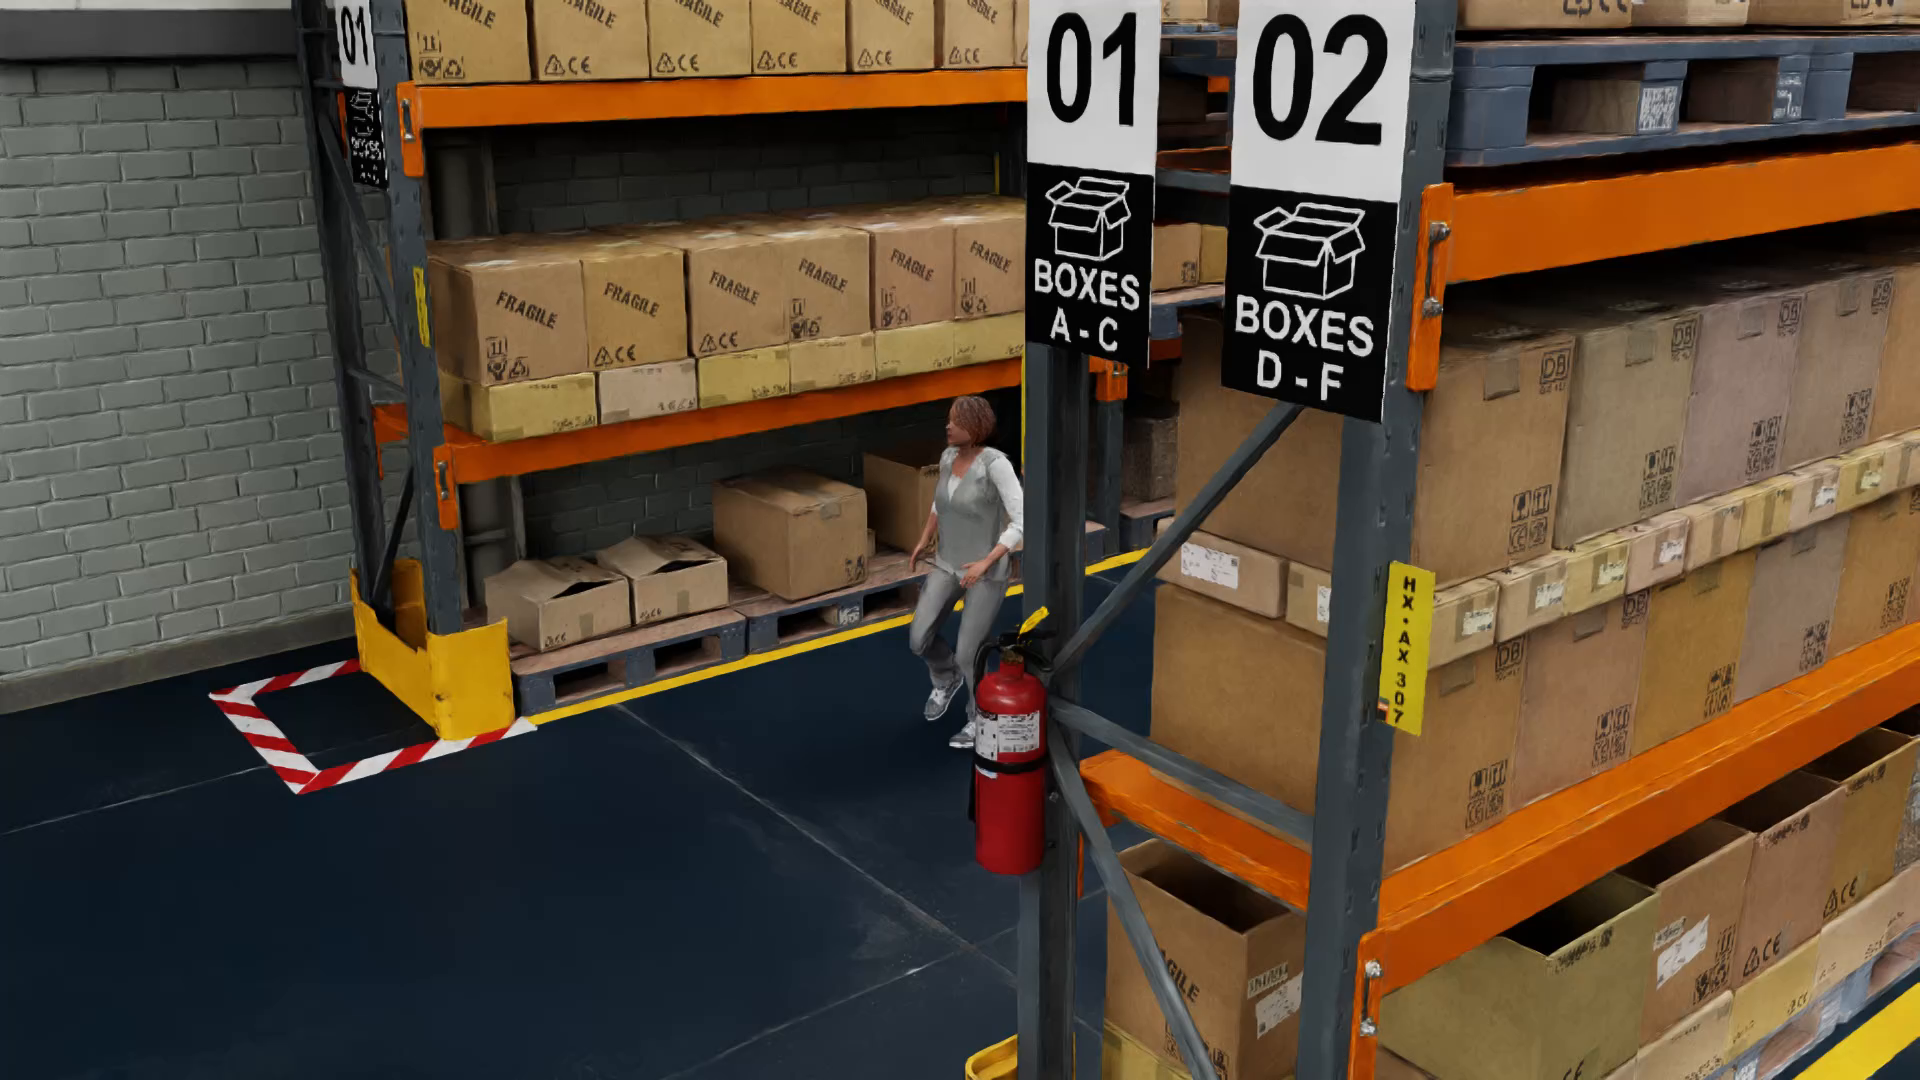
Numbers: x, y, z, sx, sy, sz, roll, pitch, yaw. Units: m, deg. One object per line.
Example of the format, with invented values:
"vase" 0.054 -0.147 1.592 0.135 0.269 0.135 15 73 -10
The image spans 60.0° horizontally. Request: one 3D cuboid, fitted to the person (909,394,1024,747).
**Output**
"person" 0.033 0.155 7.148 0.579 1.567 0.442 13 22 34
